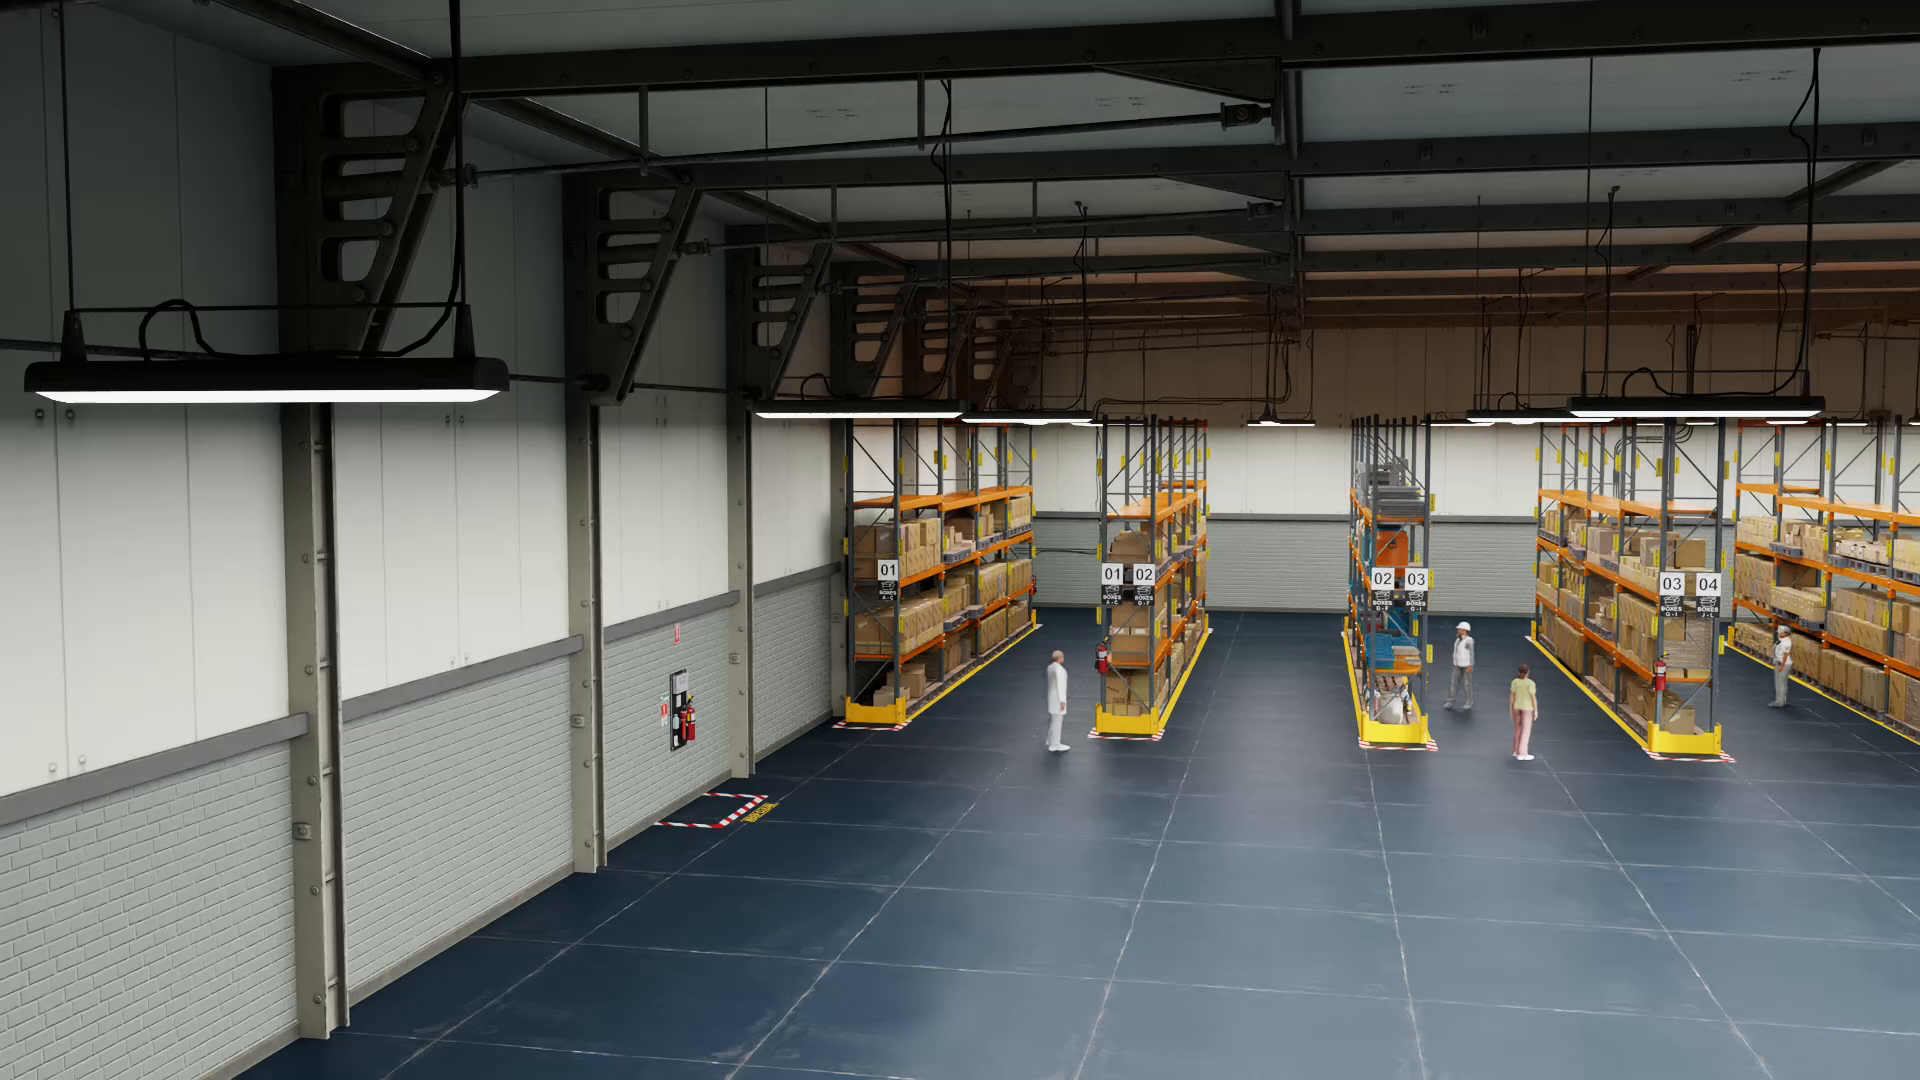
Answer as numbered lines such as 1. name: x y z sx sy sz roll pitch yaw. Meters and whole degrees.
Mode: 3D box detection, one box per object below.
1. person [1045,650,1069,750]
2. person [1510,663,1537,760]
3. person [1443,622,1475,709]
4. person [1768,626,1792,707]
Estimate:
1. person: 1.756 2.886 29.687 0.380 1.832 0.691 -1 4 -14
2. person: 9.824 3.028 28.876 0.483 1.584 0.508 -3 5 -39
3. person: 10.261 2.576 34.105 0.575 1.785 0.572 -2 4 -26
4. person: 16.959 2.610 34.351 0.404 1.670 0.557 2 4 30
